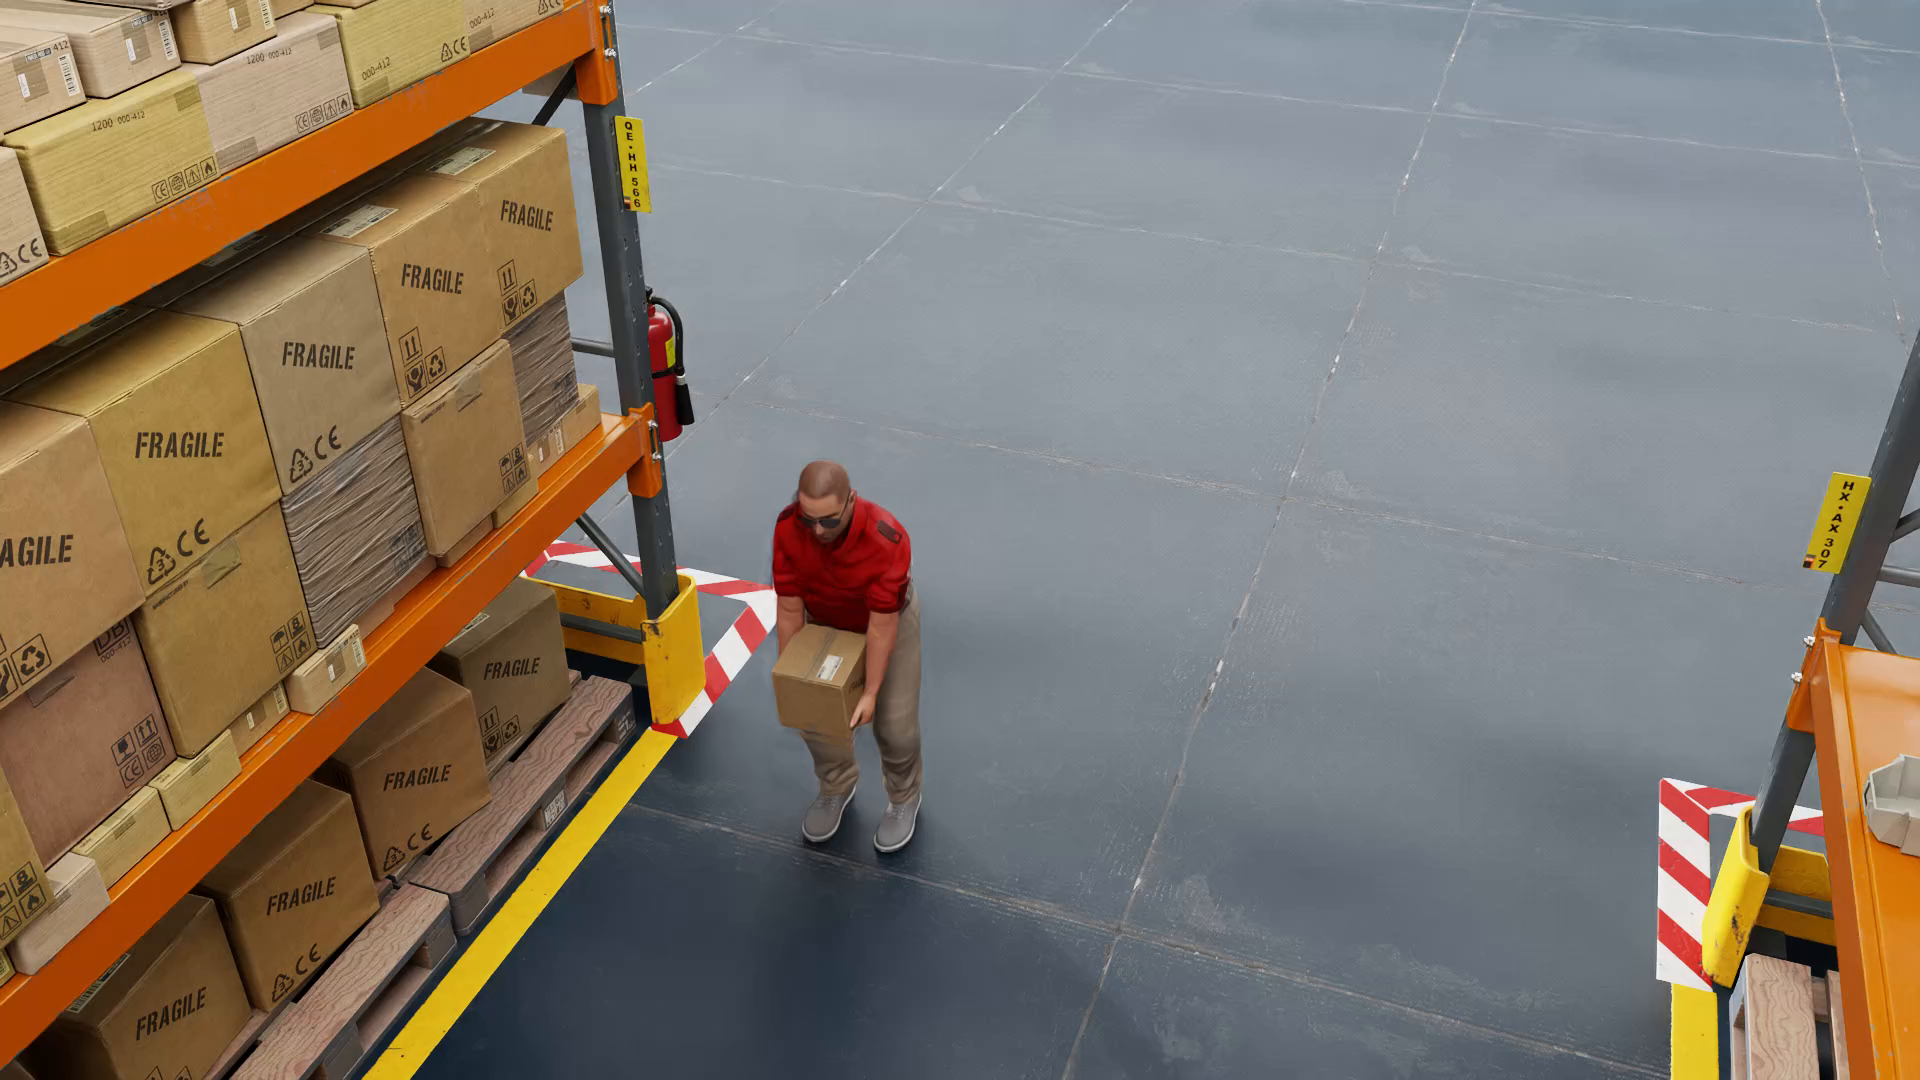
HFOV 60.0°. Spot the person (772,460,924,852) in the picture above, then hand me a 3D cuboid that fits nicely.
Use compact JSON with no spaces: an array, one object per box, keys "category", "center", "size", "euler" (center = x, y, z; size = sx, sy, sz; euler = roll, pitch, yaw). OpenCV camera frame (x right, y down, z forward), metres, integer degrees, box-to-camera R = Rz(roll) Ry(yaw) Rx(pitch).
[{"category":"person","center":[-0.365,0.371,5.659],"size":[0.469,1.656,0.602],"euler":[10,34,16]}]
